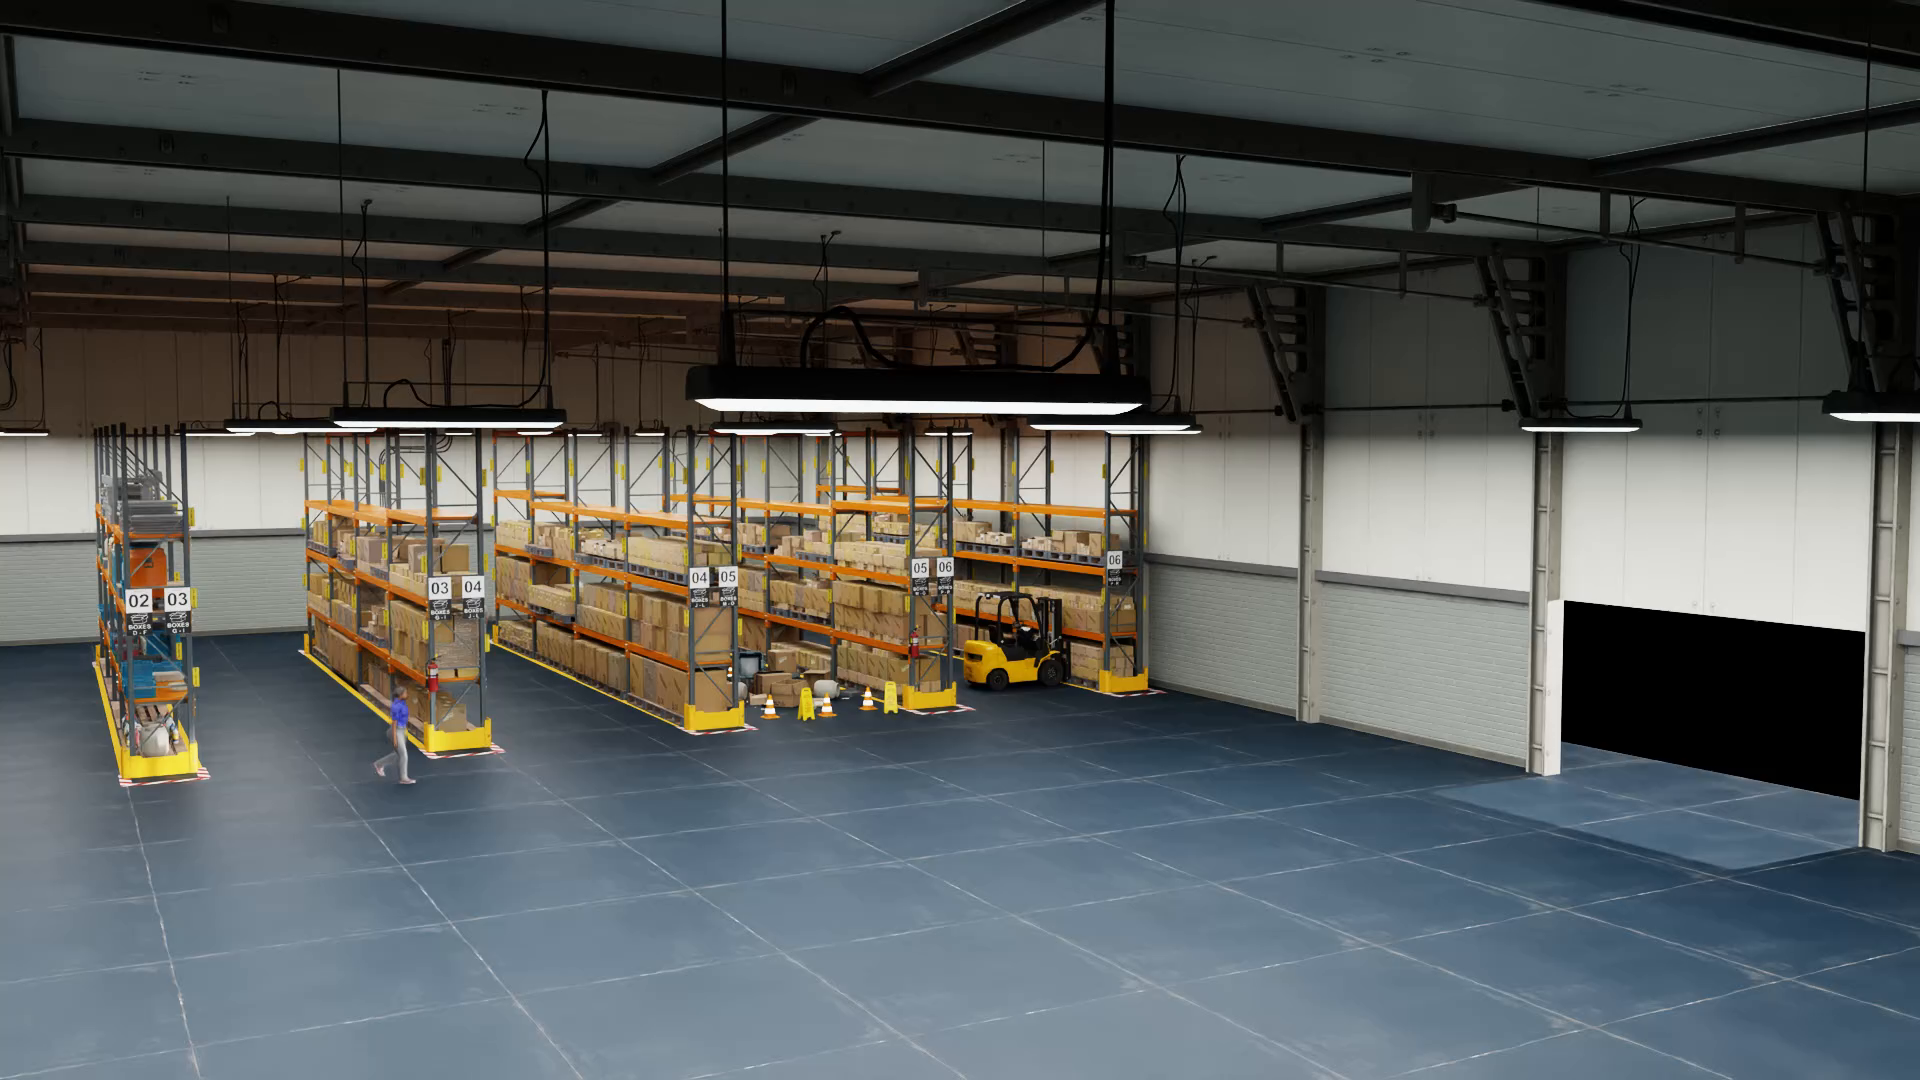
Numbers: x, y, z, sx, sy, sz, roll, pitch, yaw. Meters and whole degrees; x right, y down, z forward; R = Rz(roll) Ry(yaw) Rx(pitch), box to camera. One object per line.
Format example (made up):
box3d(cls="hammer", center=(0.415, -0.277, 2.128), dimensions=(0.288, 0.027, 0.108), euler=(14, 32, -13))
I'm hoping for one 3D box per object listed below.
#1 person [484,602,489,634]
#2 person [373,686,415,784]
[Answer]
box3d(cls="person", center=(-12.621, 2.301, 43.728), dimensions=(0.474, 1.514, 0.780), euler=(-1, 4, -19))
box3d(cls="person", center=(-9.420, 3.223, 27.654), dimensions=(0.811, 1.620, 0.445), euler=(0, 3, 8))
